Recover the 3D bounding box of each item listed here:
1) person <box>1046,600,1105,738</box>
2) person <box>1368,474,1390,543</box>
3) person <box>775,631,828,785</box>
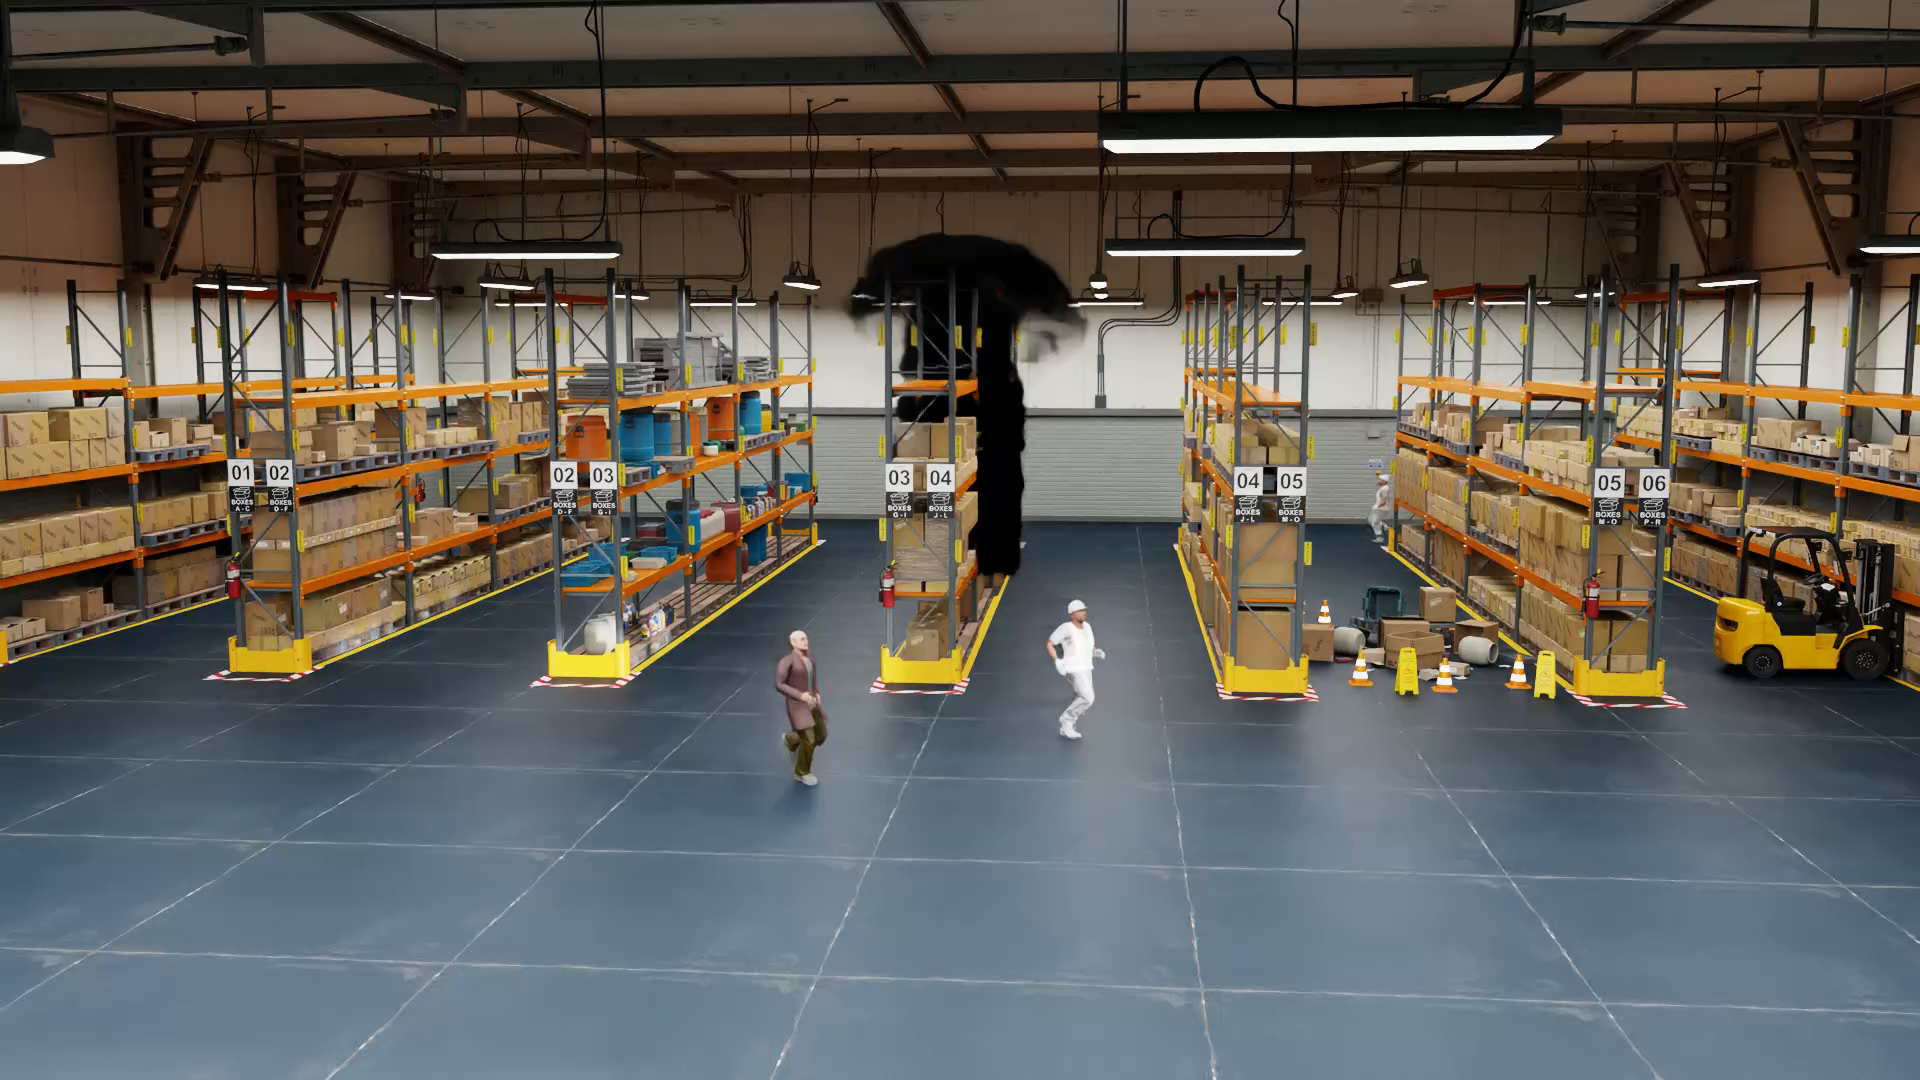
[{"bbox_3d":[1.497,1.620,20.655,0.638,1.741,0.667,5,9,38],"label":"person"},{"bbox_3d":[10.231,-0.756,40.465,0.553,1.704,0.740,1,7,8],"label":"person"},{"bbox_3d":[-1.814,1.876,18.783,0.658,1.734,0.749,4,8,31],"label":"person"}]
